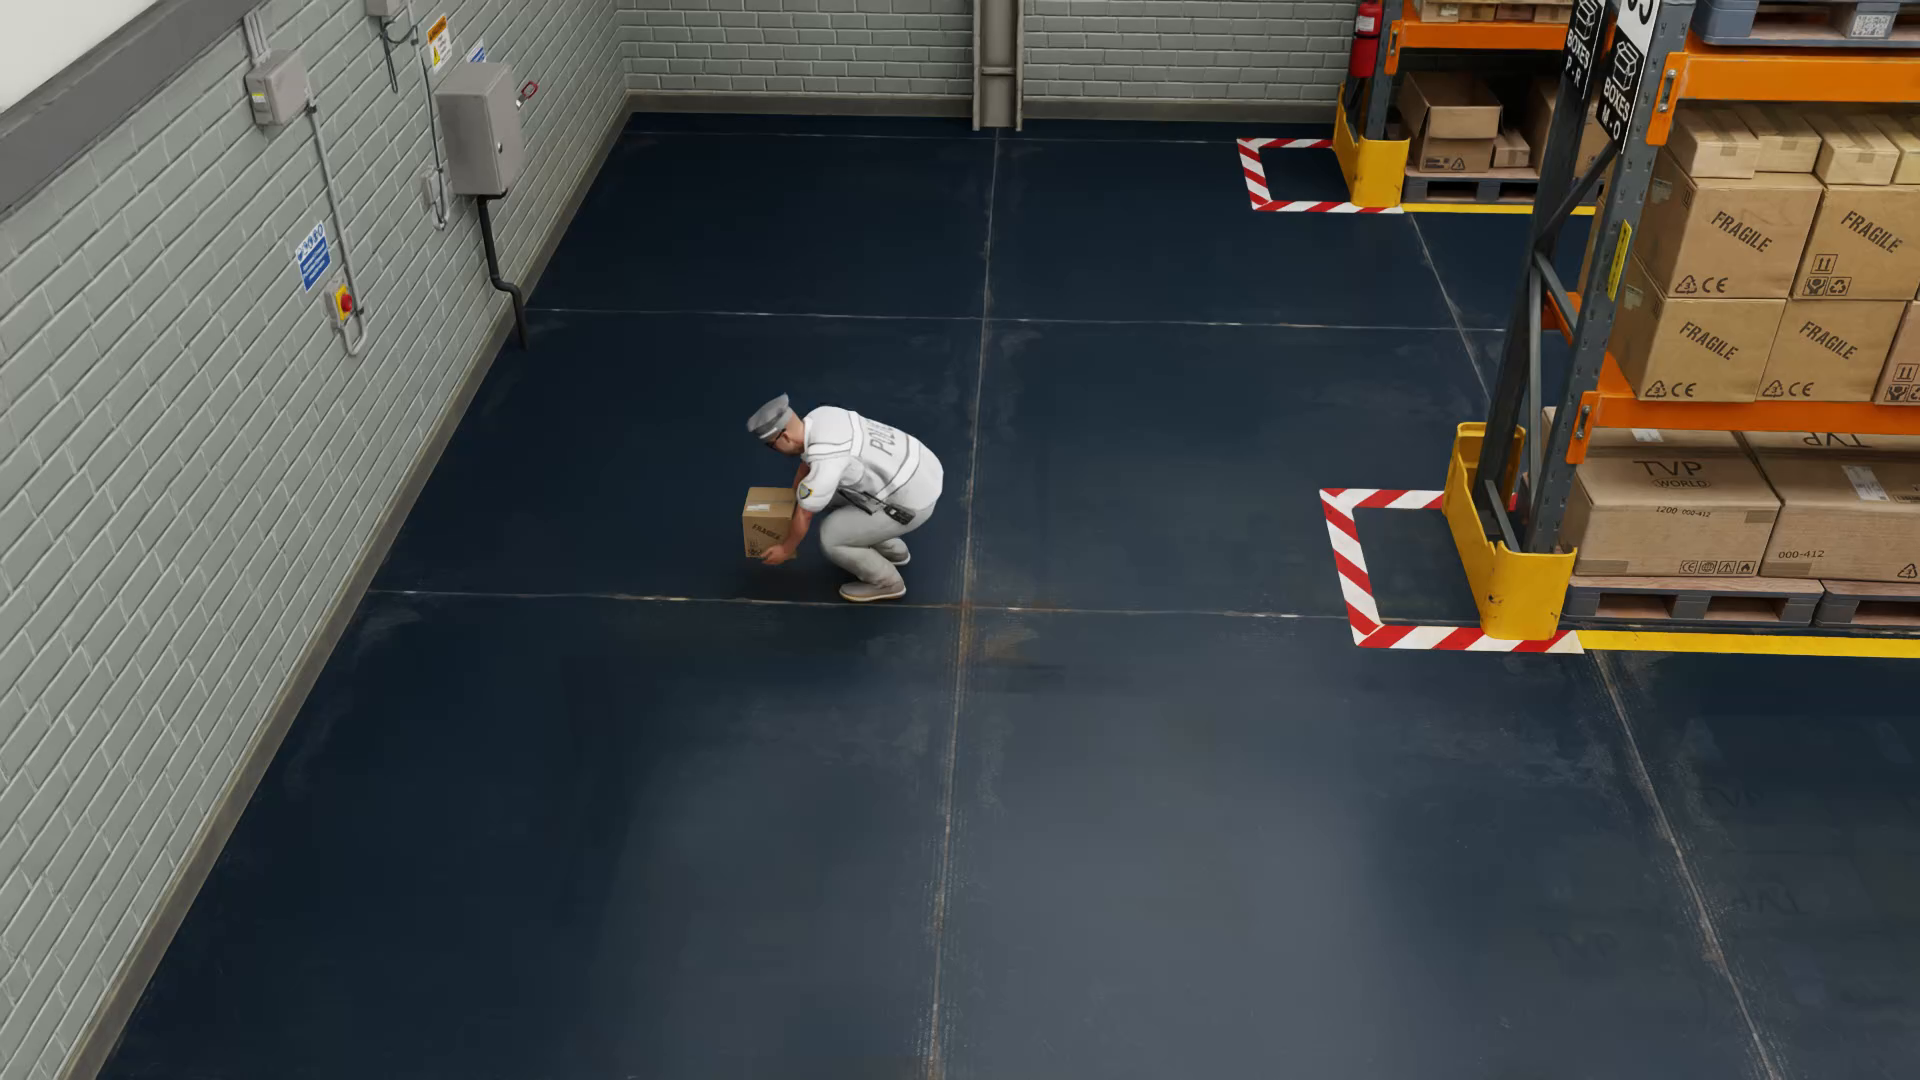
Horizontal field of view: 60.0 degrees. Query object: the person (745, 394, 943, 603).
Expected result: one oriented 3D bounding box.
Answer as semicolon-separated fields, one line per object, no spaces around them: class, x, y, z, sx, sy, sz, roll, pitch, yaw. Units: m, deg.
person;-0.543;-0.222;8.020;0.918;1.065;0.556;1;35;2
